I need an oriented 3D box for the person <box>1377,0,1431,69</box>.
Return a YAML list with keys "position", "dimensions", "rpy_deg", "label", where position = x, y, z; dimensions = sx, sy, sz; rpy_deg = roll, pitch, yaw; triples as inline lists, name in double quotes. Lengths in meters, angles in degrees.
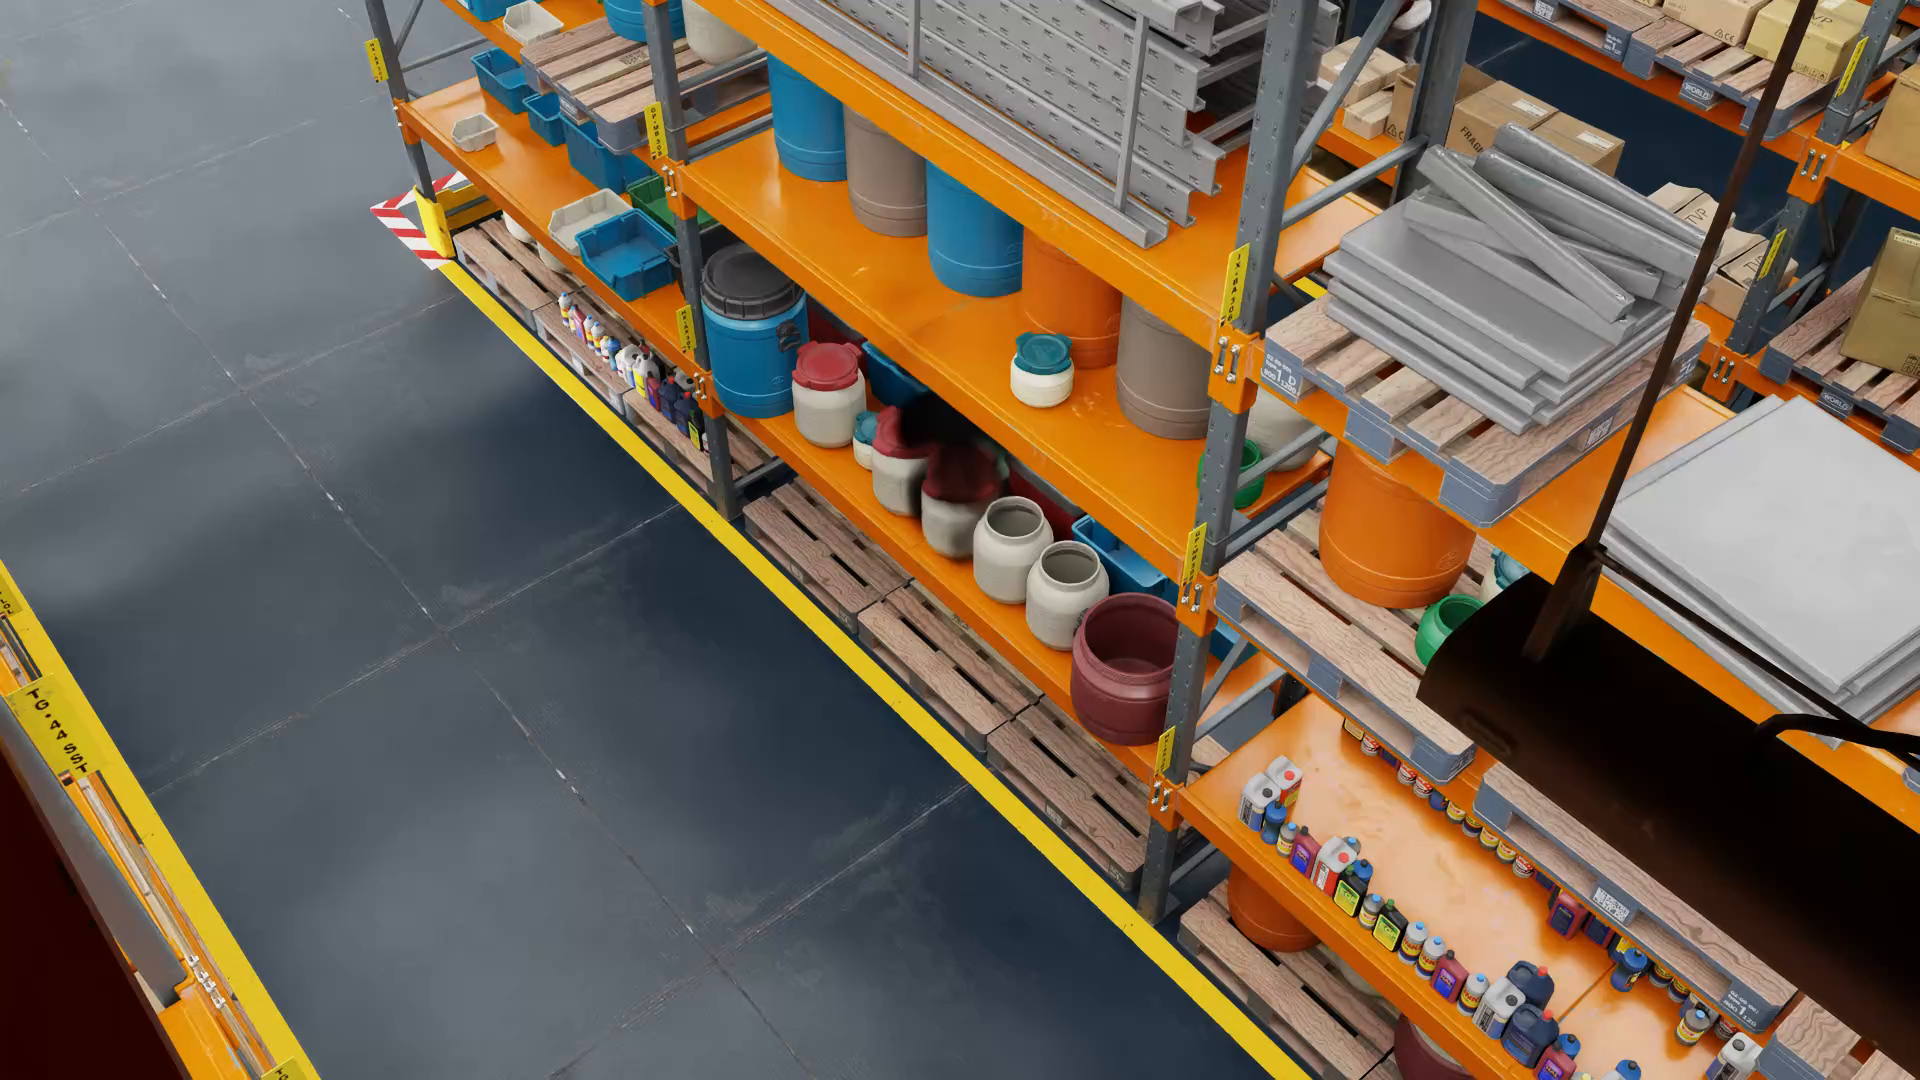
- position: [3.681, -4.350, 13.921]
  dimensions: [0.718, 1.815, 0.722]
  rpy_deg: [-32, 54, -27]
  label: "person"
